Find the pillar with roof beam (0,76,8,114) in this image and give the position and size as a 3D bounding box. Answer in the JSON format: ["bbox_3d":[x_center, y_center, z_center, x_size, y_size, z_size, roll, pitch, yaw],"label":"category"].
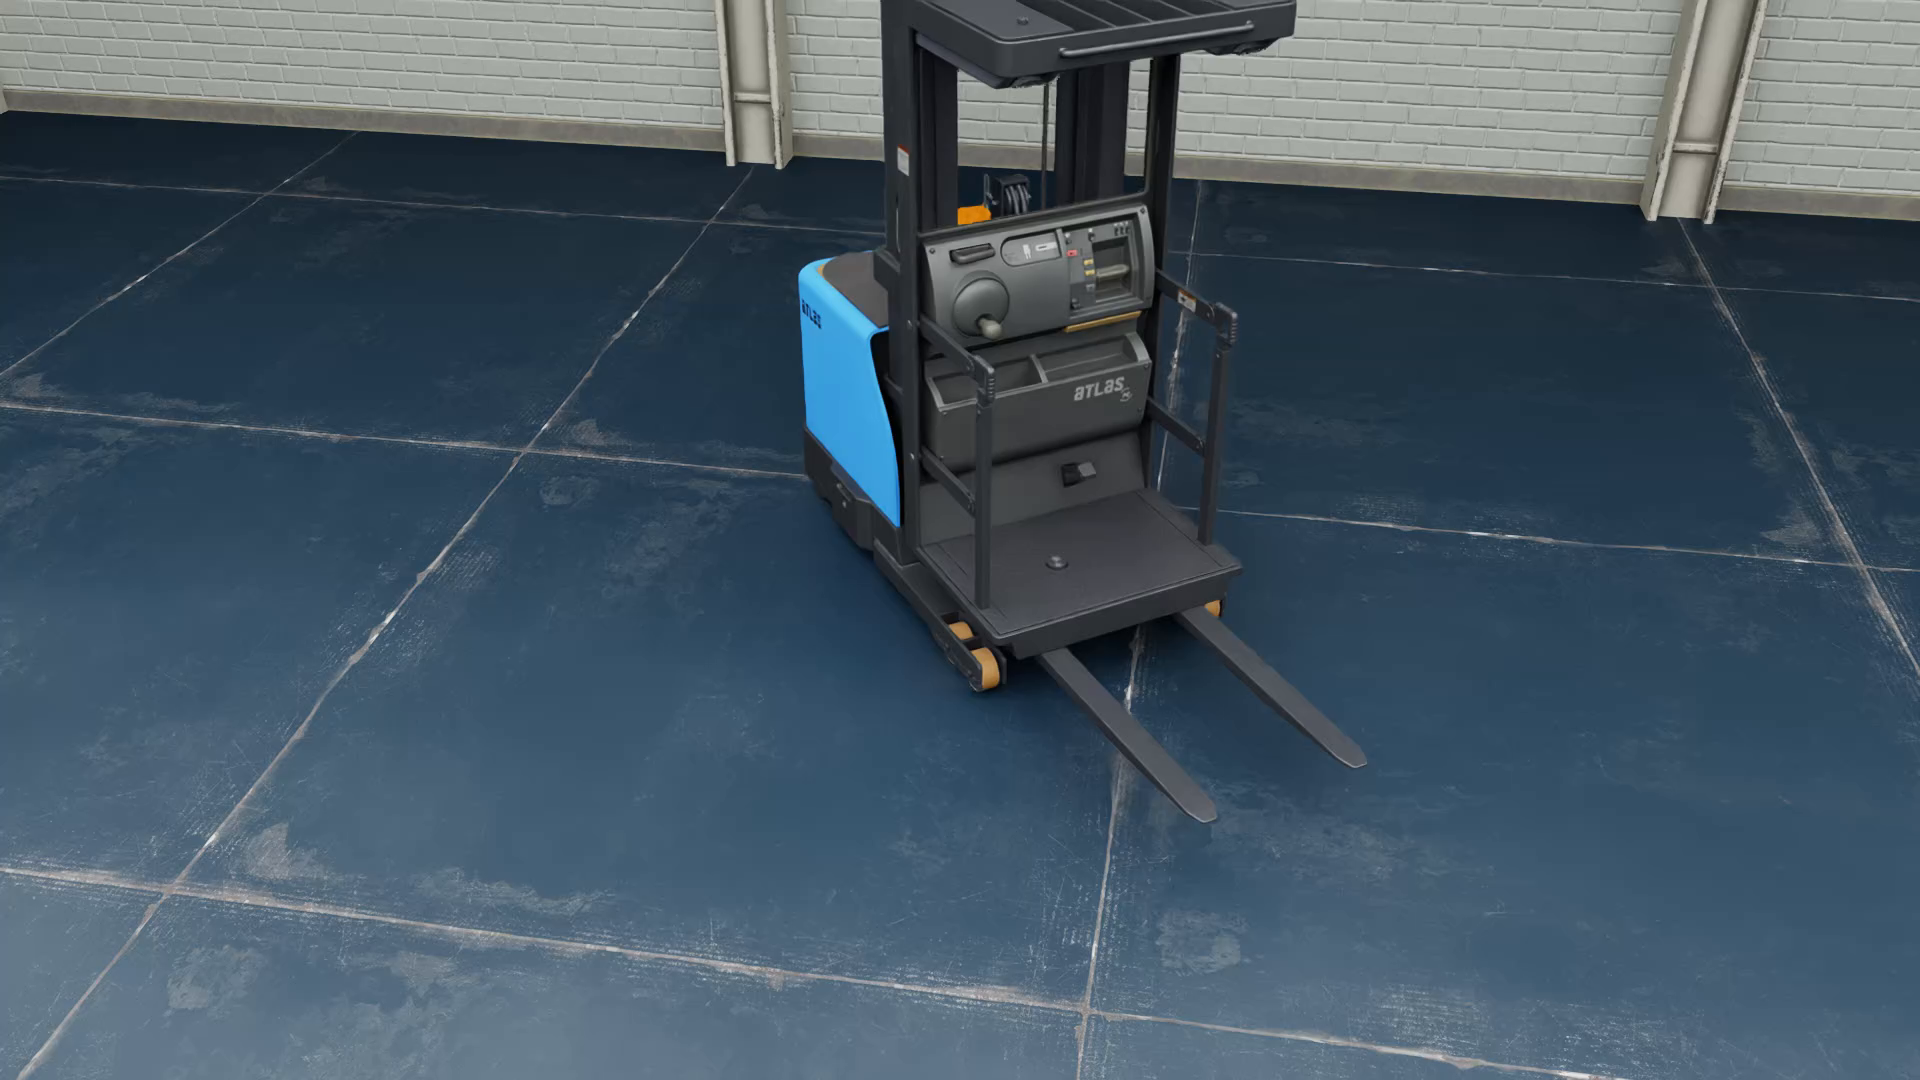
[{"bbox_3d":[-8.008,-4.710,6.293,0.400,9.000,9.100,5,32,8],"label":"pillar with roof beam"}]

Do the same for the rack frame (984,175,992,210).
[{"bbox_3d":[0.165,-1.116,7.899,0.015,1.200,0.240,-12,33,-18],"label":"rack frame"}]

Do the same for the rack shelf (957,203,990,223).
[{"bbox_3d":[-0.063,-1.404,7.617,0.480,0.148,0.258,-12,33,-18],"label":"rack shelf"}]

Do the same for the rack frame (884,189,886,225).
[{"bbox_3d":[-0.288,-1.020,7.745,0.015,1.200,0.240,-12,33,-18],"label":"rack frame"}]

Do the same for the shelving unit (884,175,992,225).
[{"bbox_3d":[-0.062,-1.068,7.822,0.503,1.200,0.258,-12,33,-18],"label":"shelving unit"}]

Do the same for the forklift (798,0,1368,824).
[{"bbox_3d":[0.403,-0.936,5.983,1.130,2.935,3.031,-15,35,-22],"label":"forklift"}]

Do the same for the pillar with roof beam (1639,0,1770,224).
[{"bbox_3d":[3.821,-3.639,4.582,0.400,9.000,9.100,5,32,8],"label":"pillar with roof beam"}]

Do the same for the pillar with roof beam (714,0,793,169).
[{"bbox_3d":[-2.093,-4.174,5.438,0.400,9.000,9.100,5,32,8],"label":"pillar with roof beam"}]
